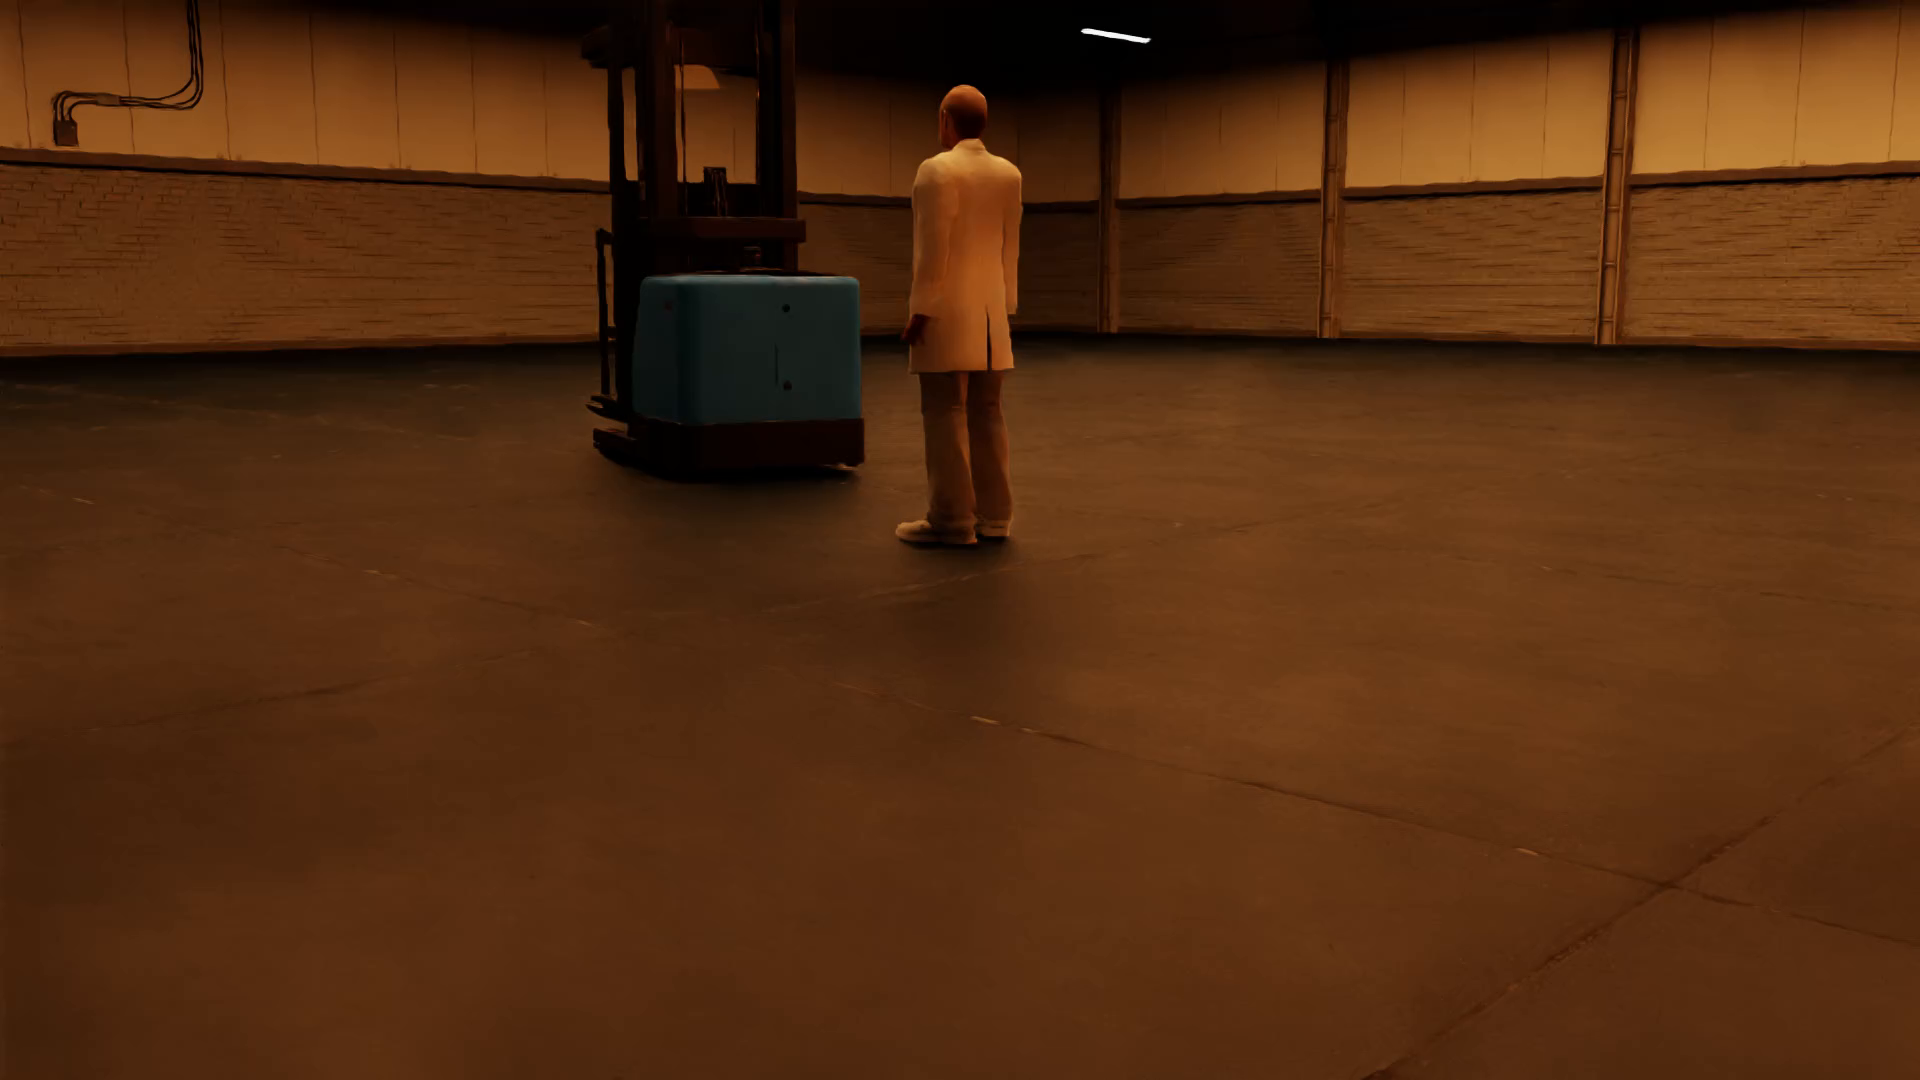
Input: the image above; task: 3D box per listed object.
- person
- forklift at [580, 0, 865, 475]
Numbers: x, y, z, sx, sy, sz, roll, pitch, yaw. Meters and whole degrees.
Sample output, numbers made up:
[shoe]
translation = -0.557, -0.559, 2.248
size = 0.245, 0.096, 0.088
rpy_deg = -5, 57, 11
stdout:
[person]
translation = -0.020, -0.884, 6.601
size = 0.377, 1.783, 0.558
rpy_deg = 8, 12, 43
[forklift]
translation = -1.610, -1.975, 9.990
size = 1.130, 2.935, 3.031
rpy_deg = -4, 9, -25
